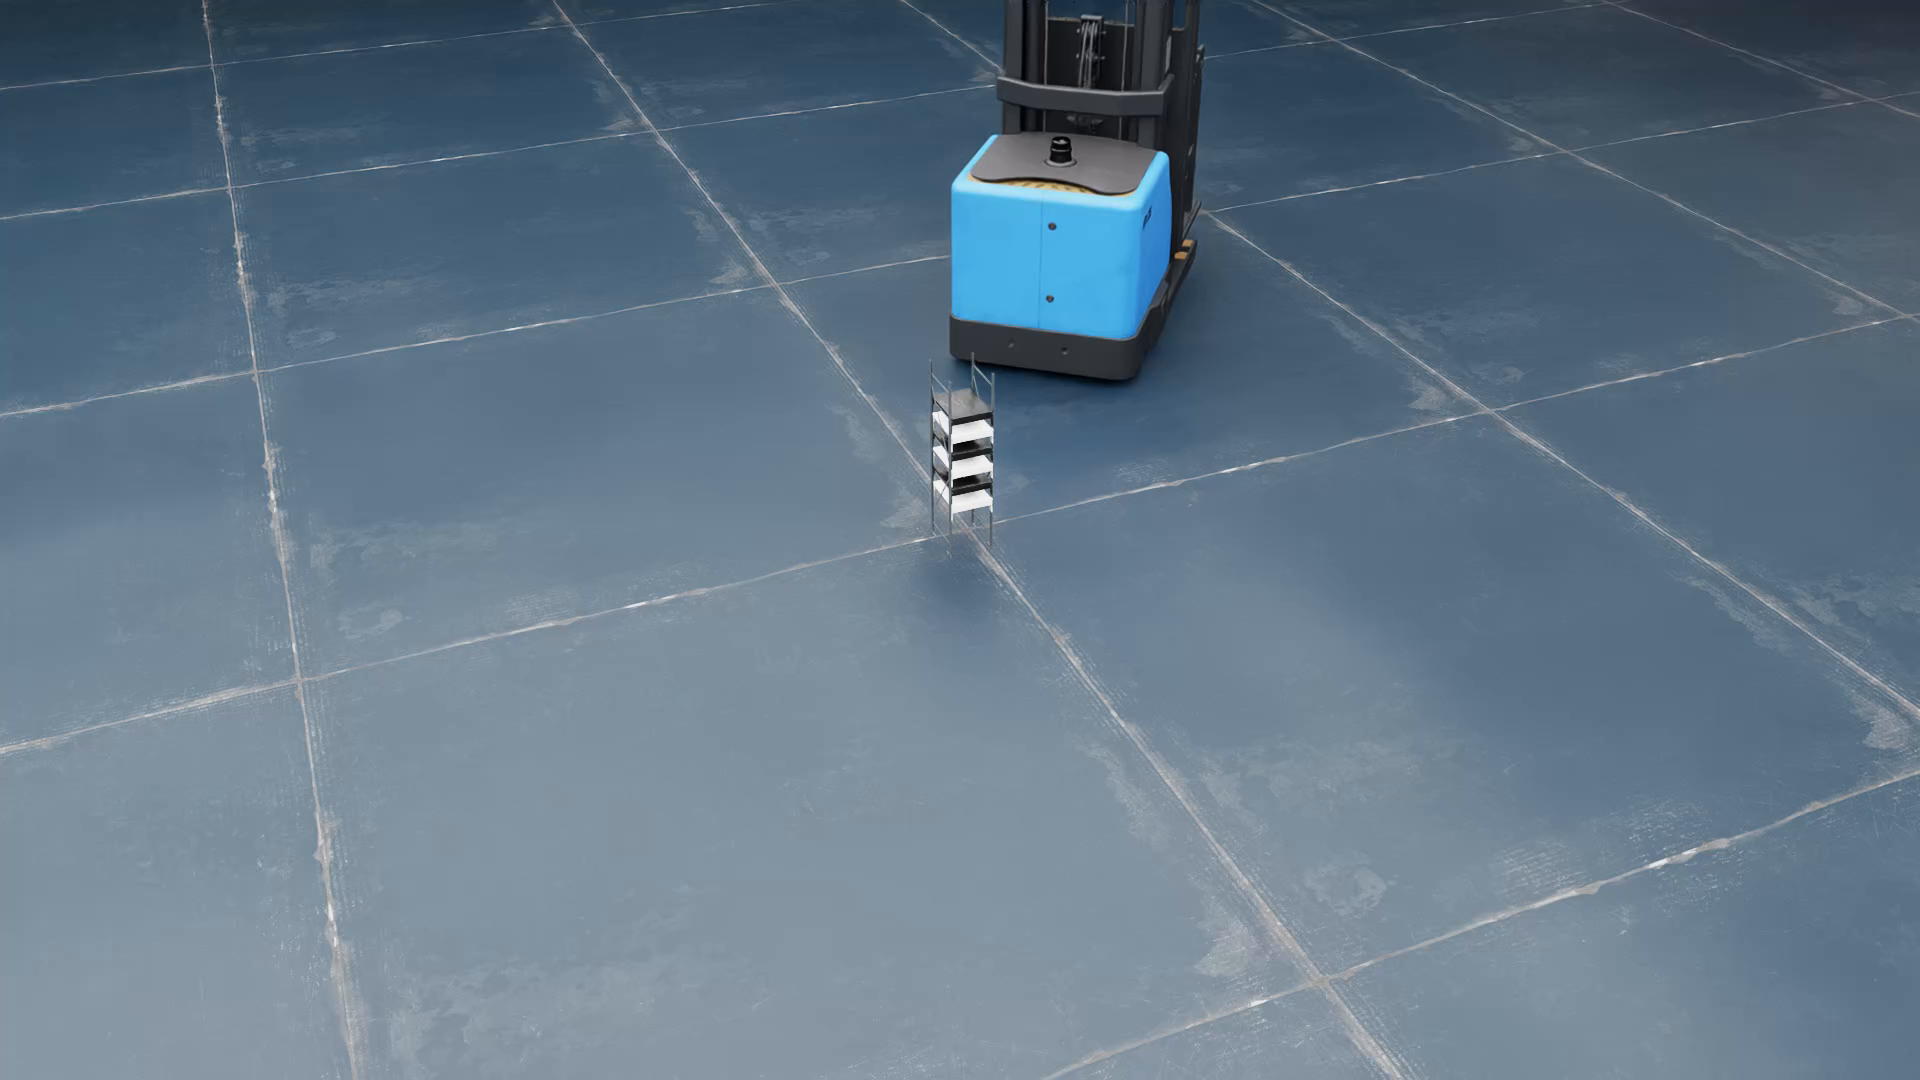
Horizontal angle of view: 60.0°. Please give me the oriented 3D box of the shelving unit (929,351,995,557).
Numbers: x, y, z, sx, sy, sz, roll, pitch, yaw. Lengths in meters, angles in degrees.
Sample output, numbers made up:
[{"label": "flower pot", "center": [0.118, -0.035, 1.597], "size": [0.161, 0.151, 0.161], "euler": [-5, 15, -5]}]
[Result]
[{"label": "shelving unit", "center": [0.007, -0.379, 7.507], "size": [0.210, 0.900, 0.258], "euler": [-13, 35, -19]}]

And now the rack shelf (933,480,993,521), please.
[{"label": "rack shelf", "center": [0.007, -0.200, 7.624], "size": [0.200, 0.077, 0.258], "euler": [-13, 35, -19]}]

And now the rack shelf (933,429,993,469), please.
[{"label": "rack shelf", "center": [0.007, -0.426, 7.476], "size": [0.200, 0.077, 0.258], "euler": [-13, 35, -19]}]

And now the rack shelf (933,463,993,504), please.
[{"label": "rack shelf", "center": [0.007, -0.276, 7.574], "size": [0.200, 0.077, 0.258], "euler": [-13, 35, -19]}]

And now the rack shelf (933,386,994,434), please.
[{"label": "rack shelf", "center": [0.007, -0.577, 7.378], "size": [0.200, 0.077, 0.258], "euler": [-13, 35, -19]}]

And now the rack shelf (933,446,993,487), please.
[{"label": "rack shelf", "center": [0.007, -0.351, 7.525], "size": [0.200, 0.077, 0.258], "euler": [-13, 35, -19]}]

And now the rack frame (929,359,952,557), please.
[{"label": "rack frame", "center": [-0.086, -0.357, 7.474], "size": [0.006, 0.900, 0.240], "euler": [-13, 35, -19]}]

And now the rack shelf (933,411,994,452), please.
[{"label": "rack shelf", "center": [0.007, -0.502, 7.427], "size": [0.200, 0.077, 0.258], "euler": [-13, 35, -19]}]

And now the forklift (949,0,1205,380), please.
[{"label": "forklift", "center": [0.850, -2.886, 9.498], "size": [1.130, 2.935, 3.031], "euler": [9, 34, 14]}]

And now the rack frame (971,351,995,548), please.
[{"label": "rack frame", "center": [0.101, -0.400, 7.540], "size": [0.006, 0.900, 0.240], "euler": [-13, 35, -19]}]
